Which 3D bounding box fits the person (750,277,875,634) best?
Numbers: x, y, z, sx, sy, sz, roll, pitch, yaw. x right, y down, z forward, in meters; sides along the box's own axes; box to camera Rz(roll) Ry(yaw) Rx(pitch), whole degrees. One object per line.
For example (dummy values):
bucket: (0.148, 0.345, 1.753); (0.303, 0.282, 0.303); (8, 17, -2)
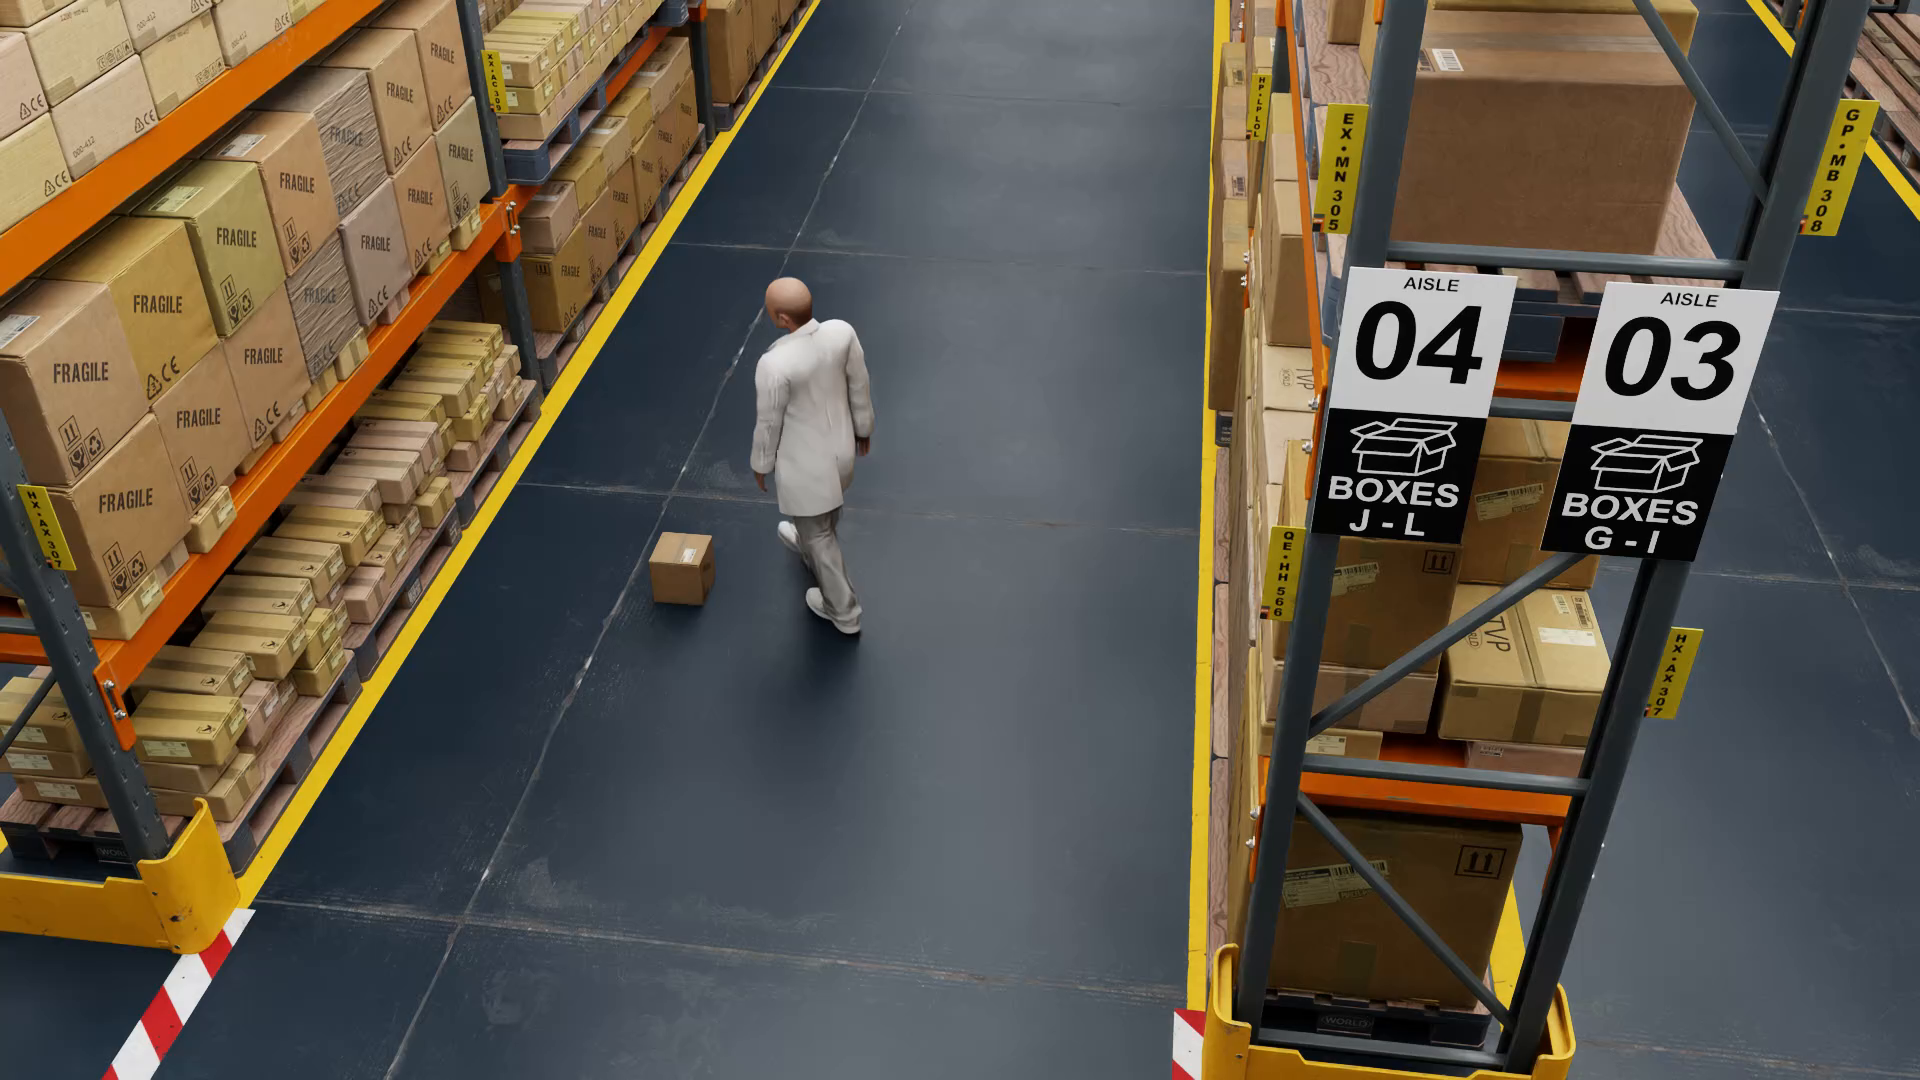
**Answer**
person: (-0.751, -0.462, 7.668); (0.825, 1.755, 0.617); (28, 44, 34)
